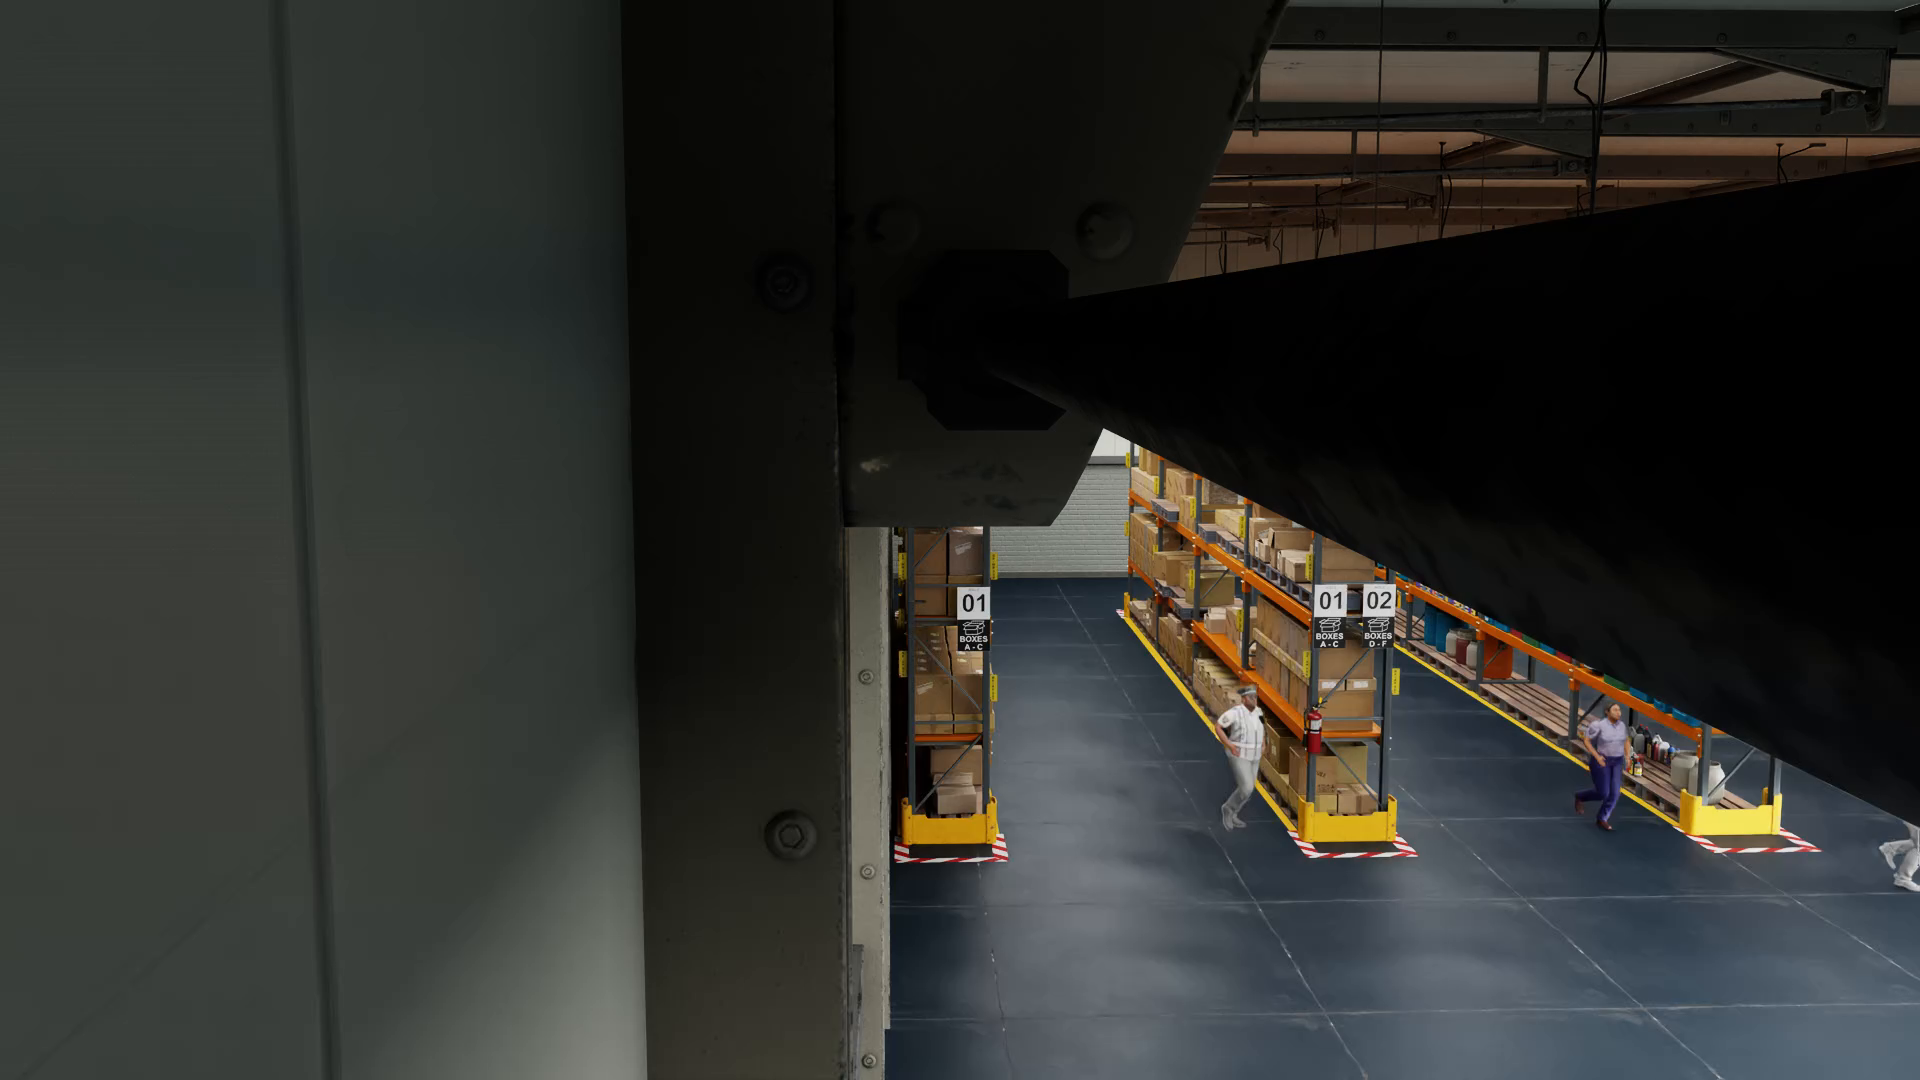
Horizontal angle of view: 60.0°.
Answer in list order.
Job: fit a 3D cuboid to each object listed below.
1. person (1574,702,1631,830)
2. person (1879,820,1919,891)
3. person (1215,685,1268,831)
[{"bbox_3d":[8.276,2.852,21.208,0.635,1.577,0.617,-2,8,-14],"label":"person"},{"bbox_3d":[10.794,3.086,18.805,0.651,1.729,0.731,5,9,32],"label":"person"},{"bbox_3d":[3.467,2.634,20.135,0.695,1.806,0.500,-5,9,-33],"label":"person"}]
